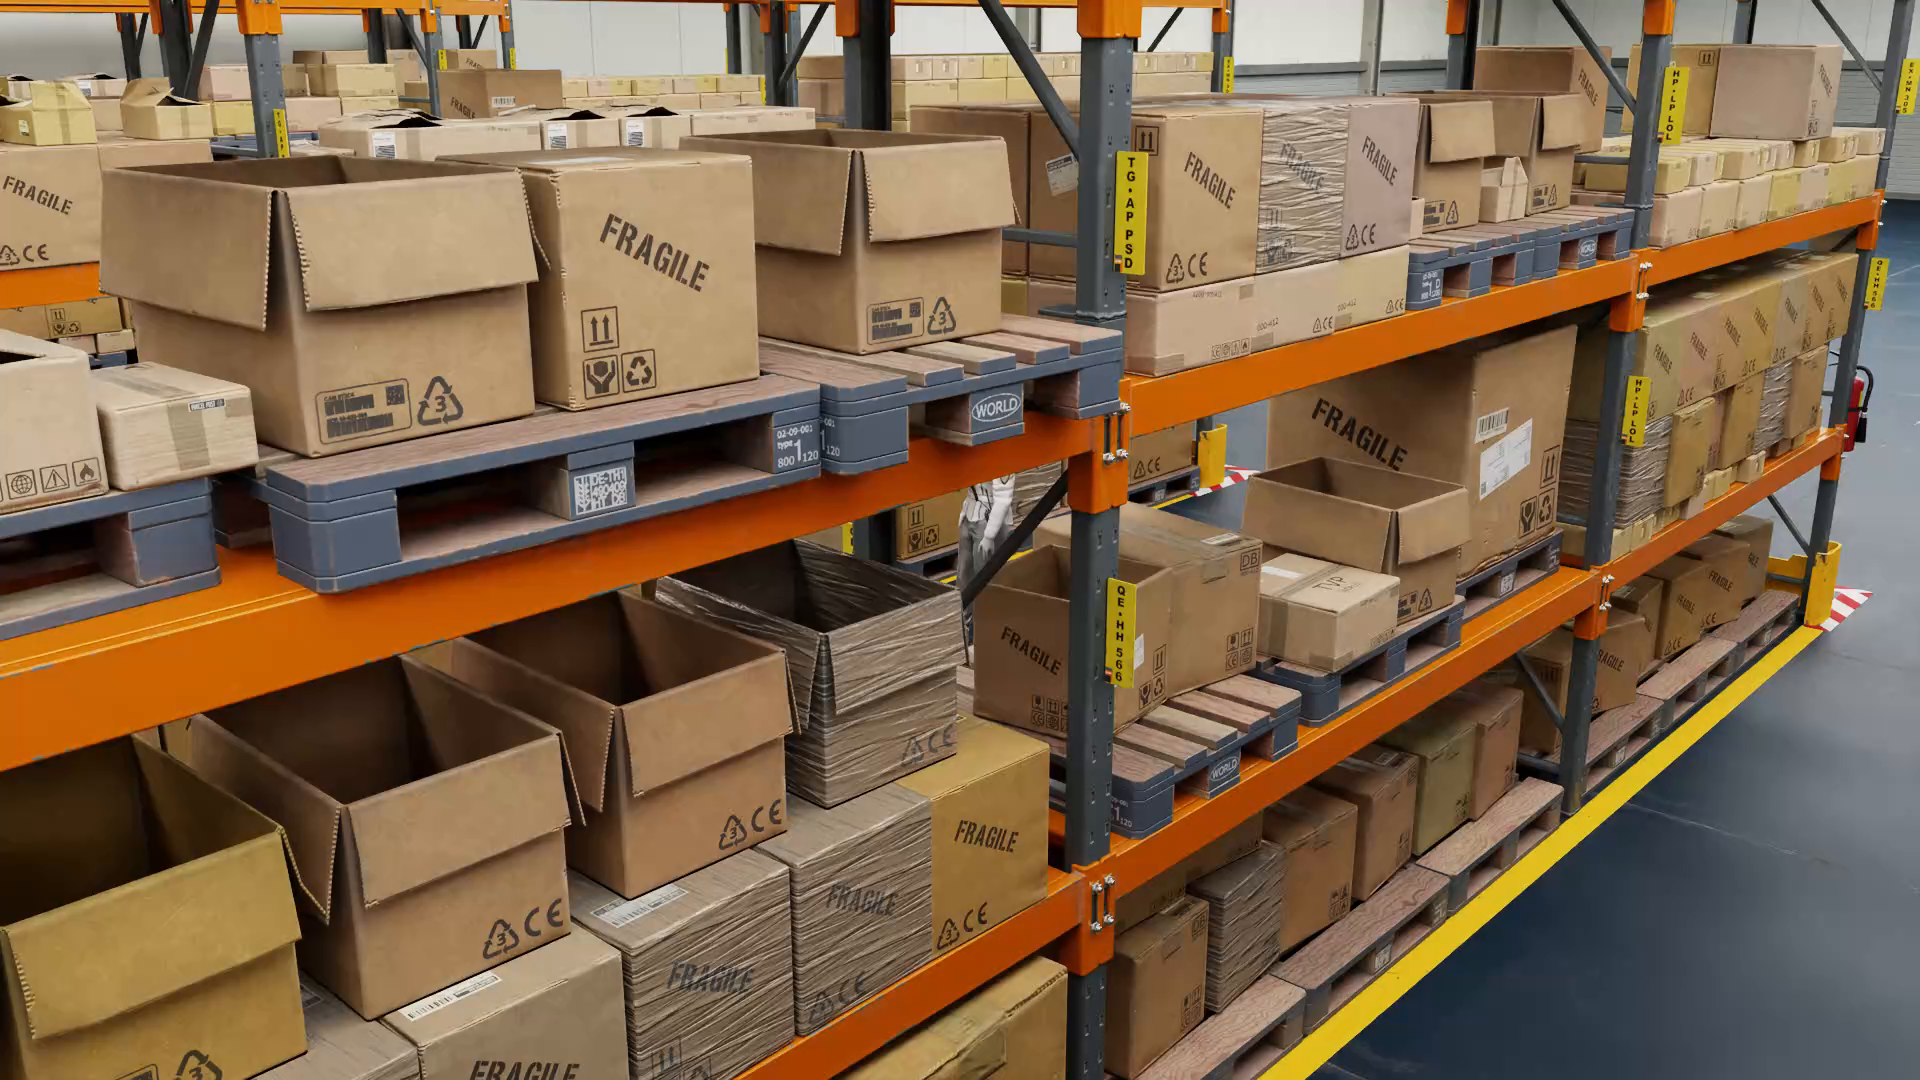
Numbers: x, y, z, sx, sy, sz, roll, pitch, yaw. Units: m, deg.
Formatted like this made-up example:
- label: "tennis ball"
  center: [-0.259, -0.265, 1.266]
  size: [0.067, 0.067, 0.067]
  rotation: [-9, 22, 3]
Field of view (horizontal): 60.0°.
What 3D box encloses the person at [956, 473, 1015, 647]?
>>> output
- label: "person"
  center: [0.089, -0.083, 10.229]
  size: [0.534, 1.697, 0.587]
  rotation: [-5, 18, -15]
